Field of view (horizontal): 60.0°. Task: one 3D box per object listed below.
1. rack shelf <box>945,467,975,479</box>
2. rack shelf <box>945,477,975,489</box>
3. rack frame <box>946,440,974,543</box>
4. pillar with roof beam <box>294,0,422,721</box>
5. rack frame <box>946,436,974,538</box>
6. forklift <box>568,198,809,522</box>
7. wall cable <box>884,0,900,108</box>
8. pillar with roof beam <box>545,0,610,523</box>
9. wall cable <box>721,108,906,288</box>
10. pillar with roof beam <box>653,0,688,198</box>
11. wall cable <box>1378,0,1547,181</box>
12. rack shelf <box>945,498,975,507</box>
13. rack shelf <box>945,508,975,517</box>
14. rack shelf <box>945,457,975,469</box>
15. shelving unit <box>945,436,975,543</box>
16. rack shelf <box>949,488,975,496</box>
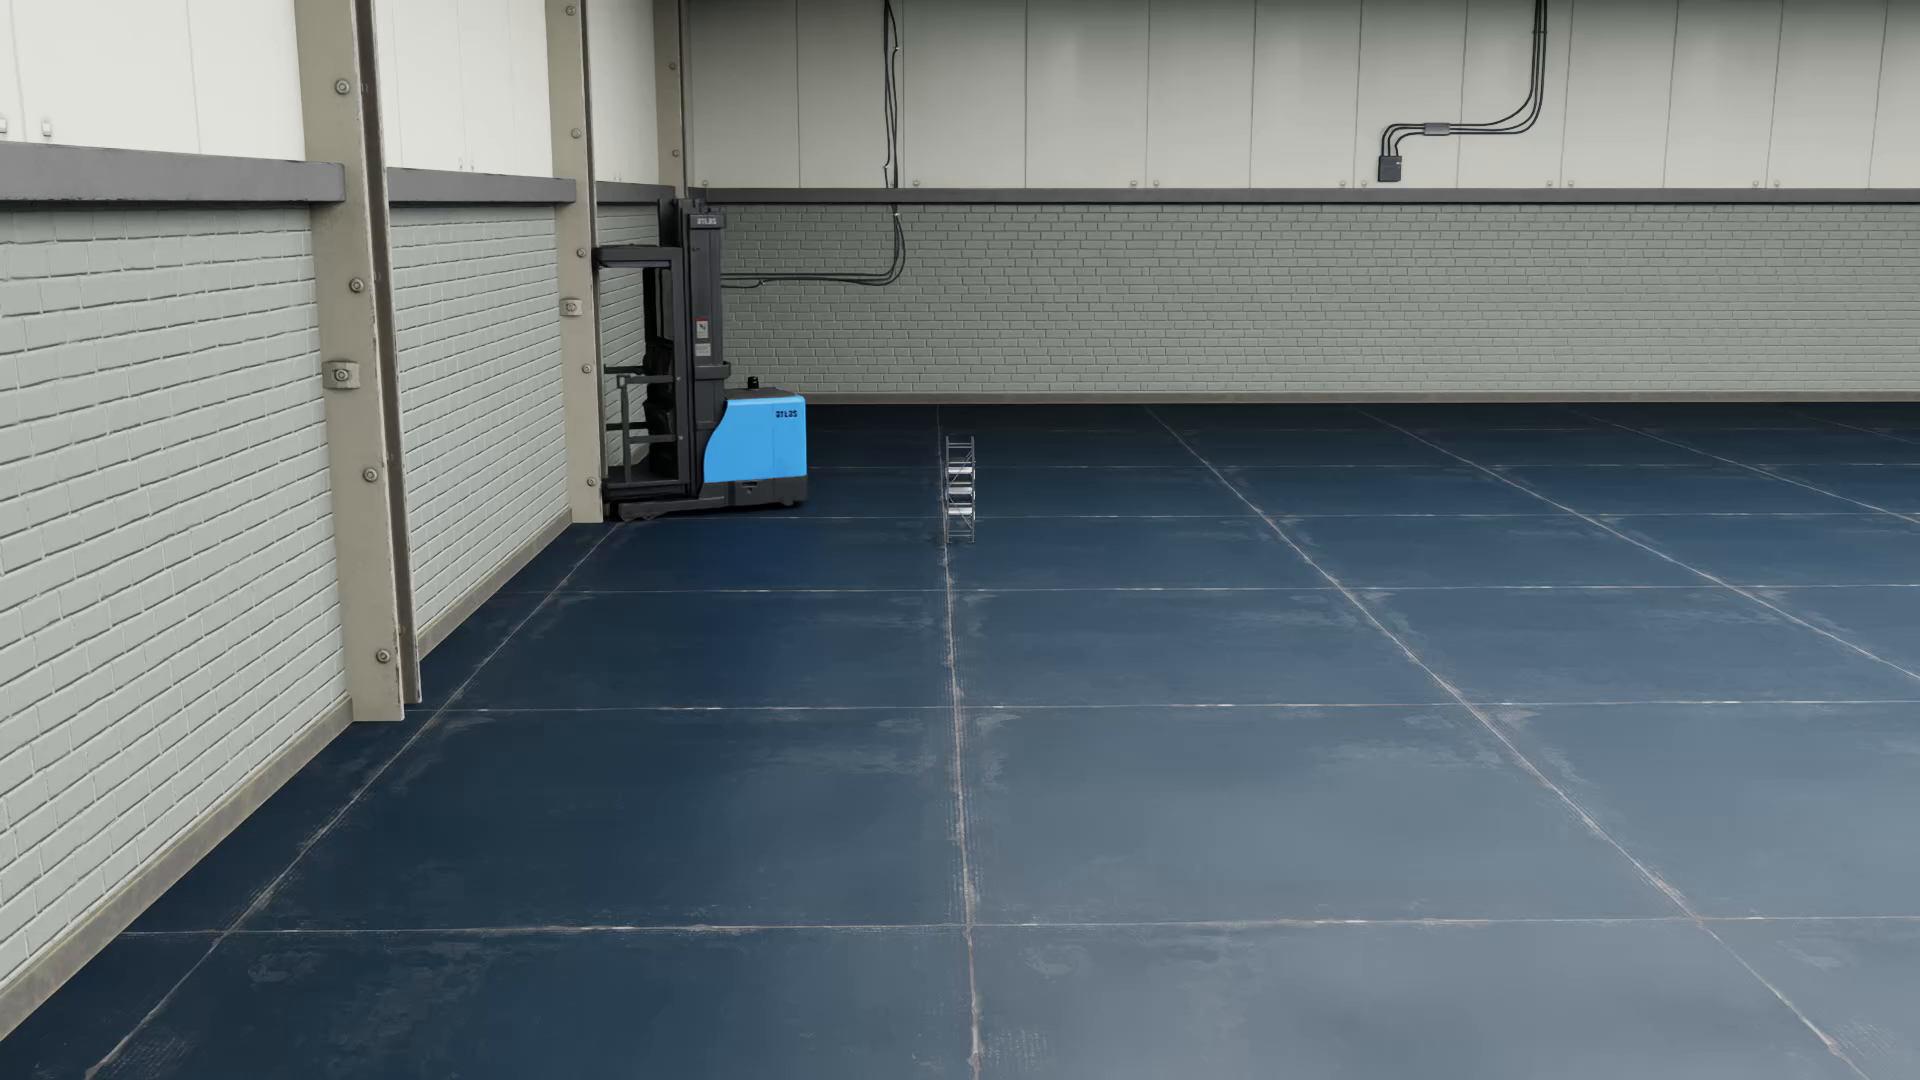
[{"bbox_3d":[0.000,-0.583,14.433,0.258,0.077,0.200,0,11,-1],"label":"rack shelf"},{"bbox_3d":[0.000,-0.495,14.450,0.258,0.077,0.200,0,11,-1],"label":"rack shelf"},{"bbox_3d":[0.002,-0.419,14.362,0.240,0.900,0.006,0,11,-1],"label":"rack frame"},{"bbox_3d":[0.963,-3.436,8.862,9.100,9.000,0.400,0,11,-1],"label":"pillar with roof beam"},{"bbox_3d":[-0.002,-0.460,14.561,0.240,0.900,0.006,0,11,-1],"label":"rack frame"},{"bbox_3d":[-3.034,-1.726,15.693,3.031,2.935,1.130,-5,13,-24],"label":"forklift"},{"bbox_3d":[0.377,-7.359,23.307,3.097,2.526,0.112,0,11,-1],"label":"wall cable"},{"bbox_3d":[0.839,-4.628,14.740,9.100,9.000,0.400,0,11,-1],"label":"pillar with roof beam"},{"bbox_3d":[-2.328,-4.873,23.754,3.097,2.526,0.112,0,11,-1],"label":"wall cable"},{"bbox_3d":[0.715,-5.821,20.619,9.100,9.000,0.400,0,11,-1],"label":"pillar with roof beam"},{"bbox_3d":[7.164,-8.097,23.284,2.305,6.003,0.169,0,11,-1],"label":"wall cable"},{"bbox_3d":[0.000,-0.319,14.486,0.258,0.077,0.200,0,11,-1],"label":"rack shelf"},{"bbox_3d":[0.000,-0.230,14.504,0.258,0.077,0.200,0,11,-1],"label":"rack shelf"},{"bbox_3d":[0.000,-0.671,14.415,0.258,0.077,0.200,0,11,-1],"label":"rack shelf"},{"bbox_3d":[0.000,-0.439,14.462,0.258,0.900,0.210,0,11,-1],"label":"shelving unit"},{"bbox_3d":[0.000,-0.407,14.468,0.258,0.077,0.200,0,11,-1],"label":"rack shelf"}]
